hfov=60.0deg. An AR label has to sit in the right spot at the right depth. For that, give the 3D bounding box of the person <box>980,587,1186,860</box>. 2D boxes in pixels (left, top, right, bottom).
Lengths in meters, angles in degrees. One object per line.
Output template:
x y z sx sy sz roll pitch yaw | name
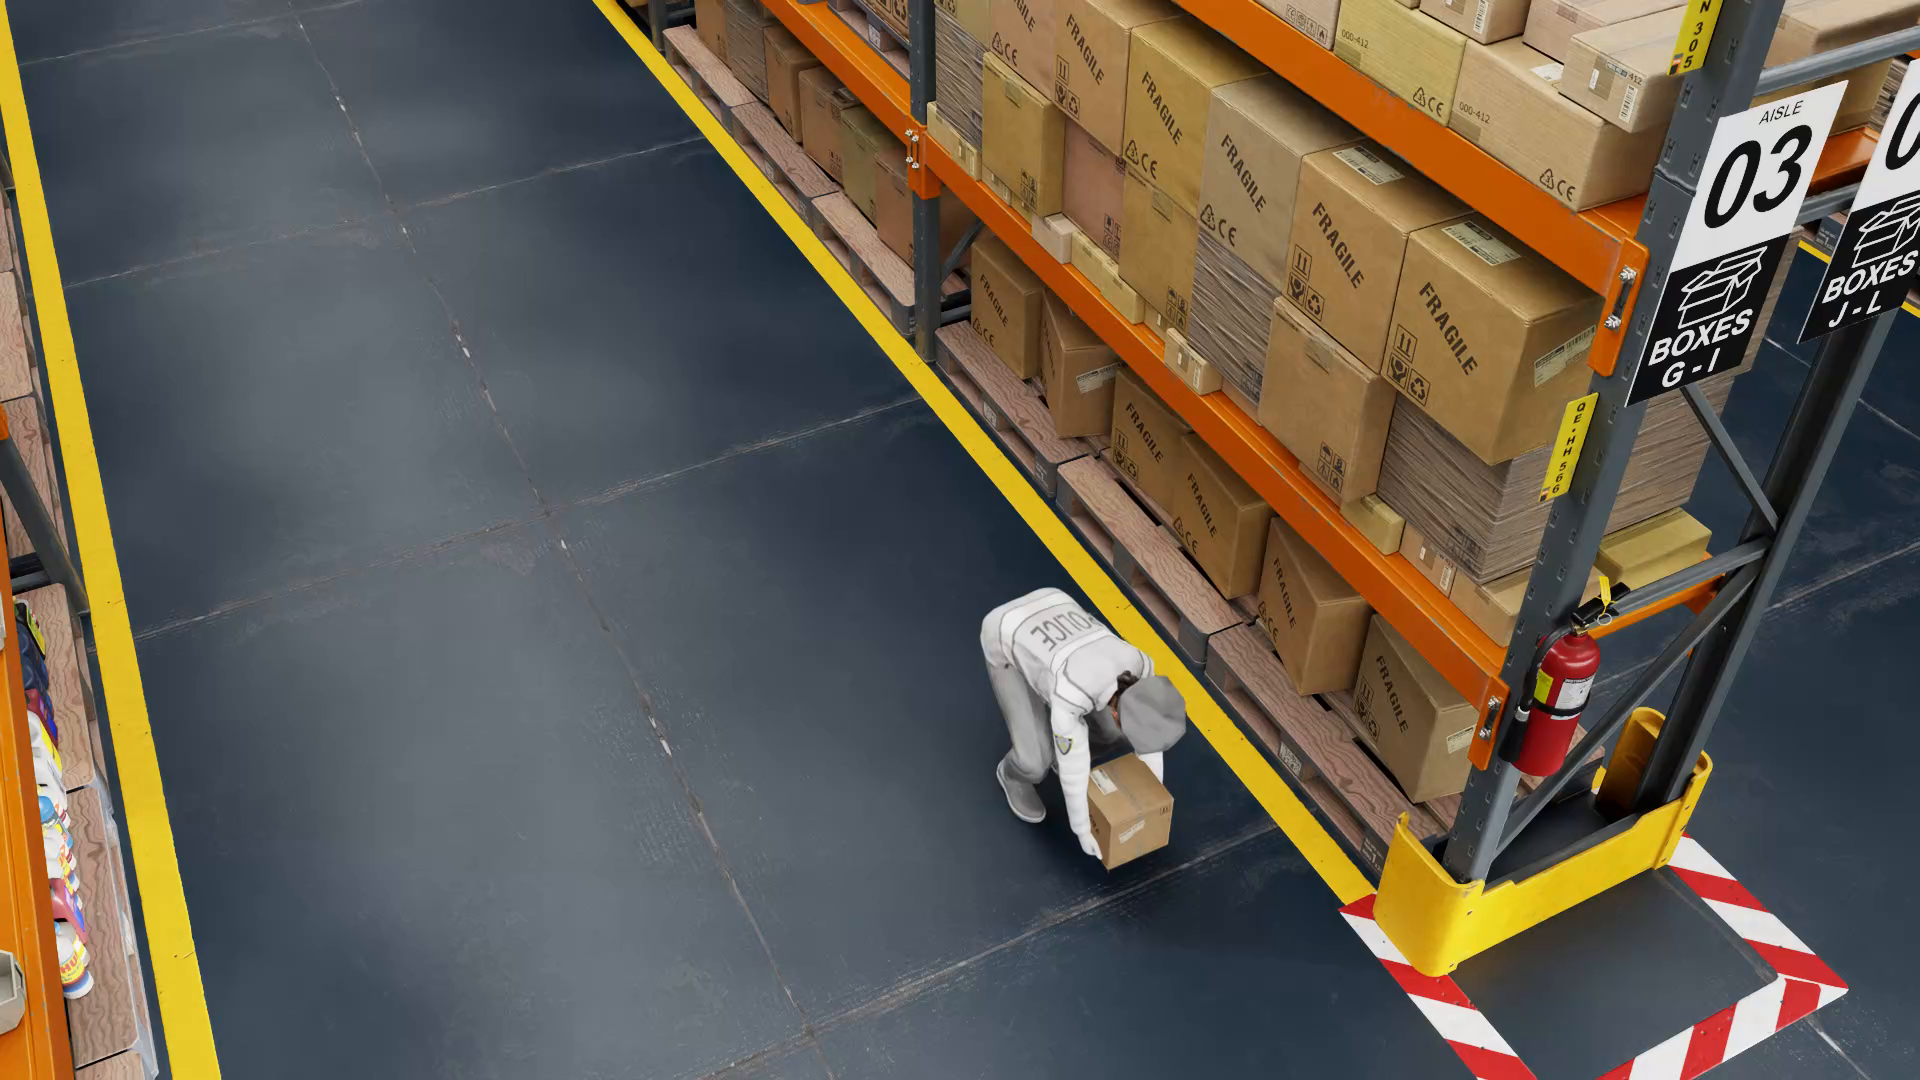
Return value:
0.419 0.666 5.910 0.452 0.999 0.918 -22 46 -23 | person
